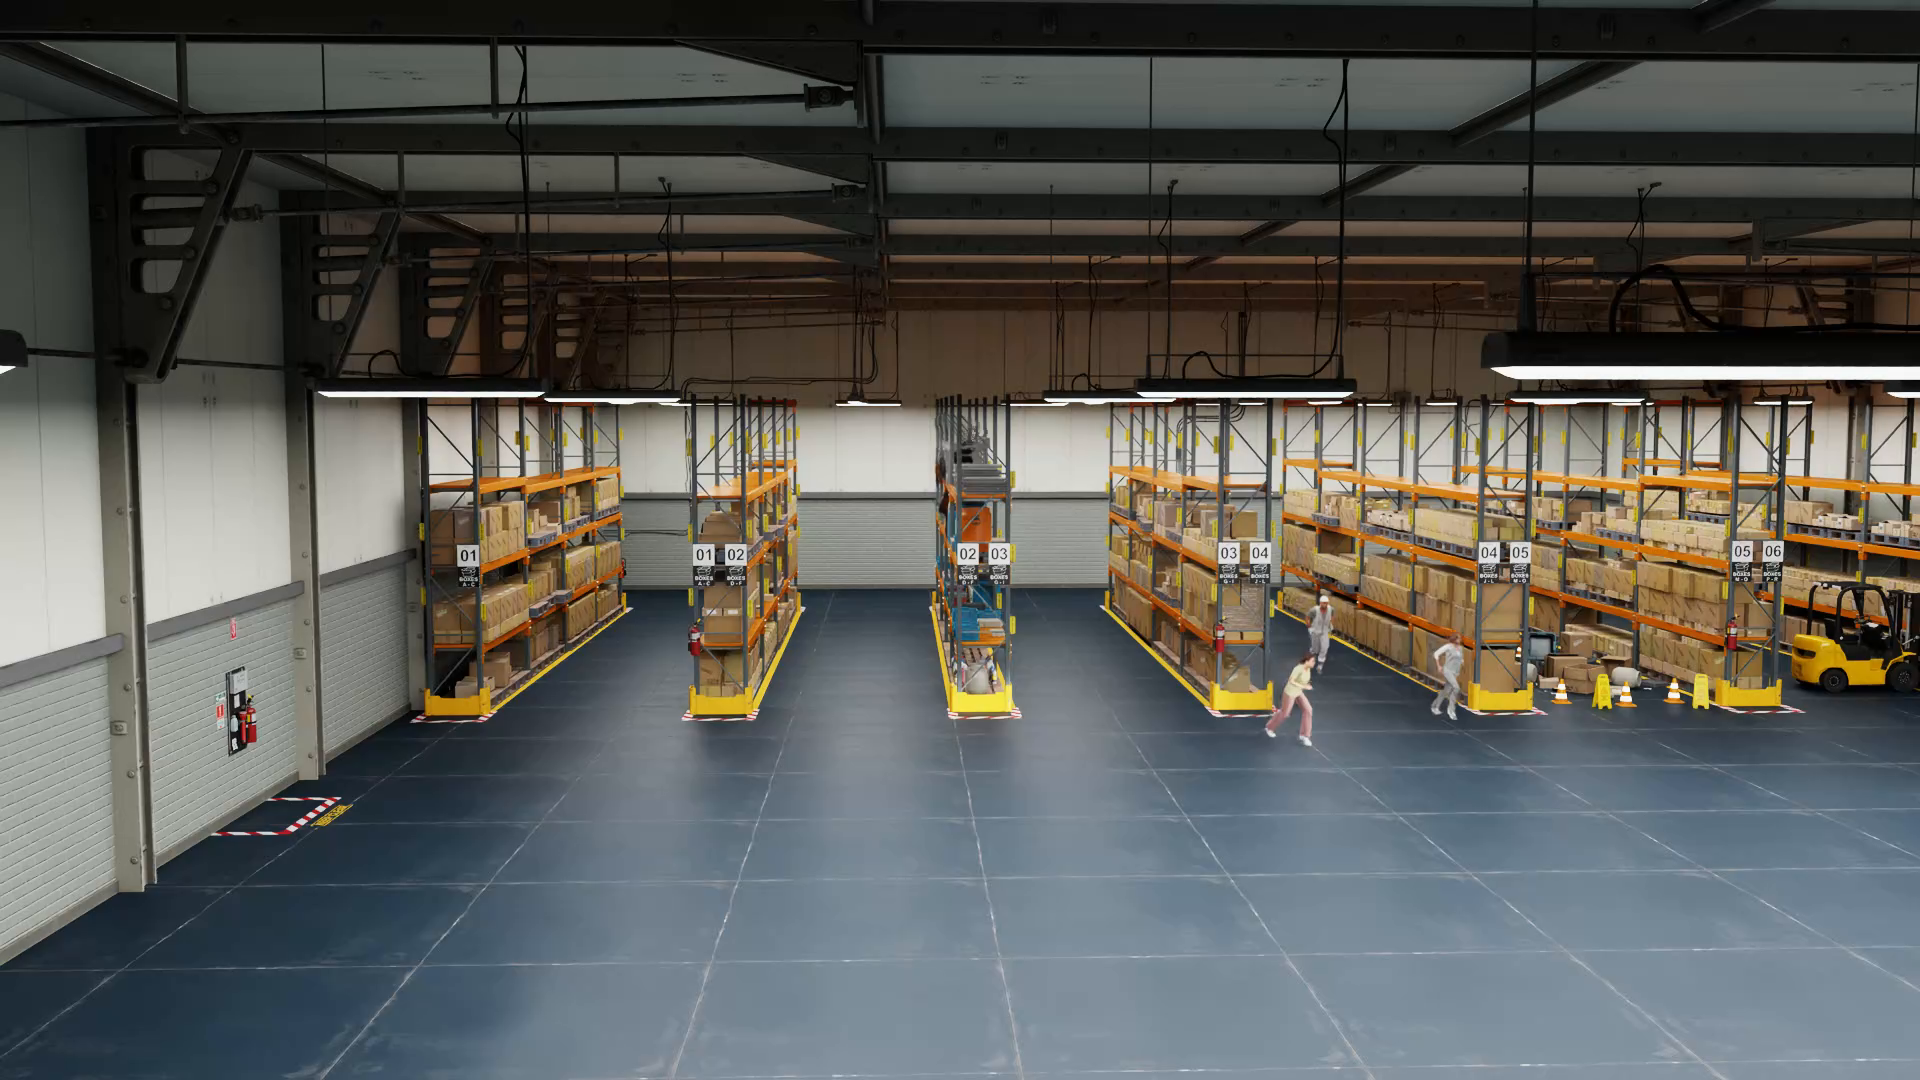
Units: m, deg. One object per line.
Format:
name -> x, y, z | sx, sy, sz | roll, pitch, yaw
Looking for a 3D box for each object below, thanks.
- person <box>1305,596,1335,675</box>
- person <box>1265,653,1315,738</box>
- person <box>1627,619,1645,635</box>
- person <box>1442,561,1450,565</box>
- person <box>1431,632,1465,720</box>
person -> 7.822, 2.039, 36.218 | 0.667, 1.727, 0.979 | -1, 5, -10
person -> 5.683, 2.627, 28.569 | 0.928, 1.463, 0.619 | 4, 6, 39
person -> 16.717, 1.668, 41.000 | 0.549, 1.645, 0.599 | -1, 5, -11
person -> 14.369, 0.998, 49.203 | 0.588, 1.681, 0.728 | 1, 5, 17
person -> 9.128, 2.509, 30.944 | 0.548, 1.563, 0.682 | -3, 5, -34
